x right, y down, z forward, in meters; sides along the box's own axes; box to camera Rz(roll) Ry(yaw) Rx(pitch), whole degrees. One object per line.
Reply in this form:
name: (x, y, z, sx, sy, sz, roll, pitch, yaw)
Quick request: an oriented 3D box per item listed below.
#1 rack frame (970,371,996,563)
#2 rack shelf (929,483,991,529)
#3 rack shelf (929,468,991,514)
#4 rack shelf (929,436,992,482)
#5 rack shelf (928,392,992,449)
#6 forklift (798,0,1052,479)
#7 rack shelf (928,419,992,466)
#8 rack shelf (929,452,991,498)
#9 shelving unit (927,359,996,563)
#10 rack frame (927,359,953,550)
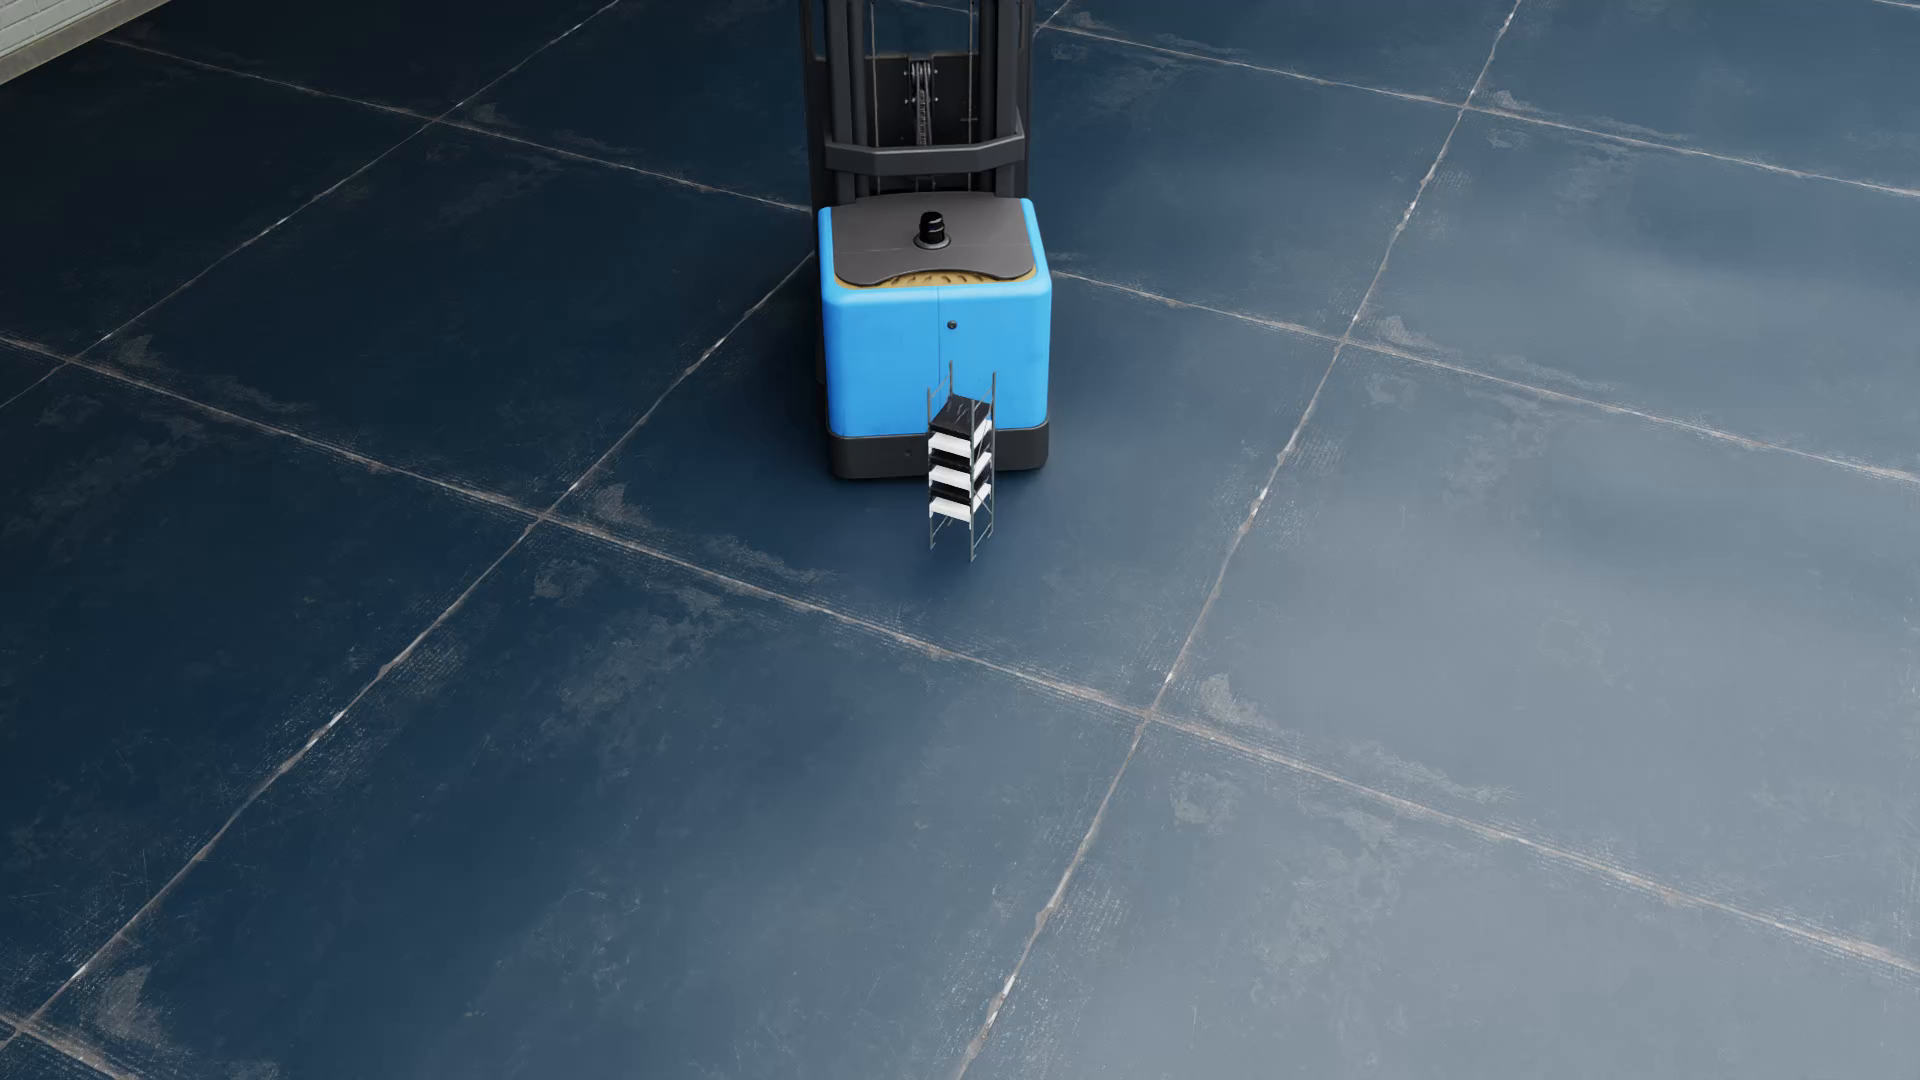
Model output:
rack frame: (0.099, -0.310, 7.304, 0.006, 0.900, 0.240, 17, 44, 19)
rack shelf: (0.007, -0.177, 7.476, 0.200, 0.077, 0.258, 17, 44, 19)
rack shelf: (0.007, -0.245, 7.417, 0.200, 0.077, 0.258, 17, 44, 19)
rack shelf: (0.007, -0.381, 7.299, 0.200, 0.077, 0.258, 17, 44, 19)
rack shelf: (0.007, -0.517, 7.182, 0.200, 0.077, 0.258, 17, 44, 19)
forklift: (-0.223, -2.353, 8.110, 1.130, 2.935, 3.031, -3, 41, -4)
rack shelf: (0.007, -0.449, 7.241, 0.200, 0.077, 0.258, 17, 44, 19)
rack shelf: (0.007, -0.313, 7.358, 0.200, 0.077, 0.258, 17, 44, 19)
shelving unit: (0.007, -0.338, 7.337, 0.210, 0.900, 0.258, 17, 44, 19)
rack frame: (-0.085, -0.366, 7.369, 0.006, 0.900, 0.240, 17, 44, 19)
